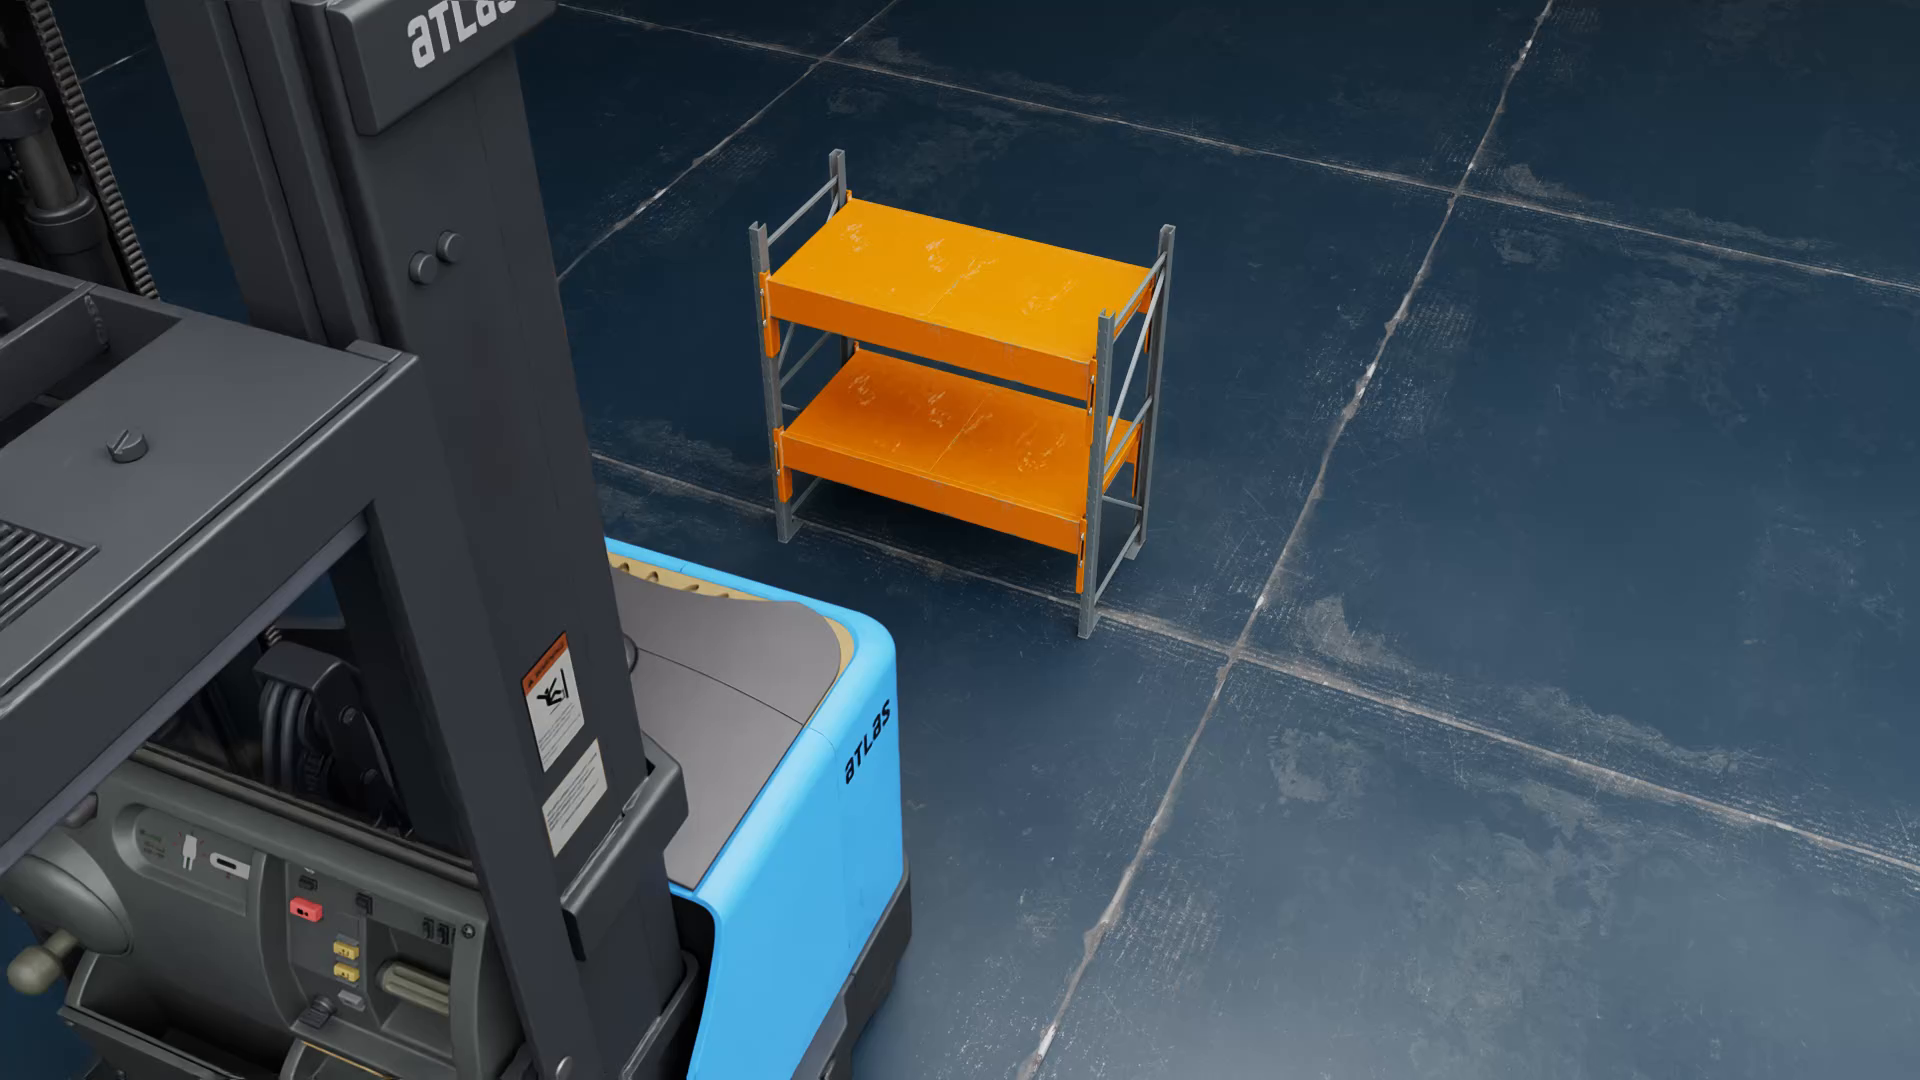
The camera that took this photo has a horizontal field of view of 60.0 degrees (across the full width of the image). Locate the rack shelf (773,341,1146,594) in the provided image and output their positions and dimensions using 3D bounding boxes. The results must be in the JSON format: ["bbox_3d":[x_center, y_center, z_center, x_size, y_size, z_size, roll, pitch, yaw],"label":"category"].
[{"bbox_3d":[0.006,-0.238,5.040,1.000,0.278,0.538,17,44,19],"label":"rack shelf"}]

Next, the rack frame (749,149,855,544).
[{"bbox_3d":[-0.455,-0.564,5.042,0.032,1.125,0.500,17,44,19],"label":"rack frame"}]

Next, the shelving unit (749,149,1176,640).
[{"bbox_3d":[0.006,-0.423,4.879,1.048,1.125,0.538,17,44,19],"label":"shelving unit"}]

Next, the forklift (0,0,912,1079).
[{"bbox_3d":[-1.158,0.638,2.276,1.130,2.935,3.031,16,43,17],"label":"forklift"}]

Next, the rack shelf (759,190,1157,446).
[{"bbox_3d":[0.006,-0.644,4.688,1.000,0.278,0.538,17,44,19],"label":"rack shelf"}]

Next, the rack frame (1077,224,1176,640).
[{"bbox_3d":[0.467,-0.282,4.717,0.032,1.125,0.500,17,44,19],"label":"rack frame"}]
